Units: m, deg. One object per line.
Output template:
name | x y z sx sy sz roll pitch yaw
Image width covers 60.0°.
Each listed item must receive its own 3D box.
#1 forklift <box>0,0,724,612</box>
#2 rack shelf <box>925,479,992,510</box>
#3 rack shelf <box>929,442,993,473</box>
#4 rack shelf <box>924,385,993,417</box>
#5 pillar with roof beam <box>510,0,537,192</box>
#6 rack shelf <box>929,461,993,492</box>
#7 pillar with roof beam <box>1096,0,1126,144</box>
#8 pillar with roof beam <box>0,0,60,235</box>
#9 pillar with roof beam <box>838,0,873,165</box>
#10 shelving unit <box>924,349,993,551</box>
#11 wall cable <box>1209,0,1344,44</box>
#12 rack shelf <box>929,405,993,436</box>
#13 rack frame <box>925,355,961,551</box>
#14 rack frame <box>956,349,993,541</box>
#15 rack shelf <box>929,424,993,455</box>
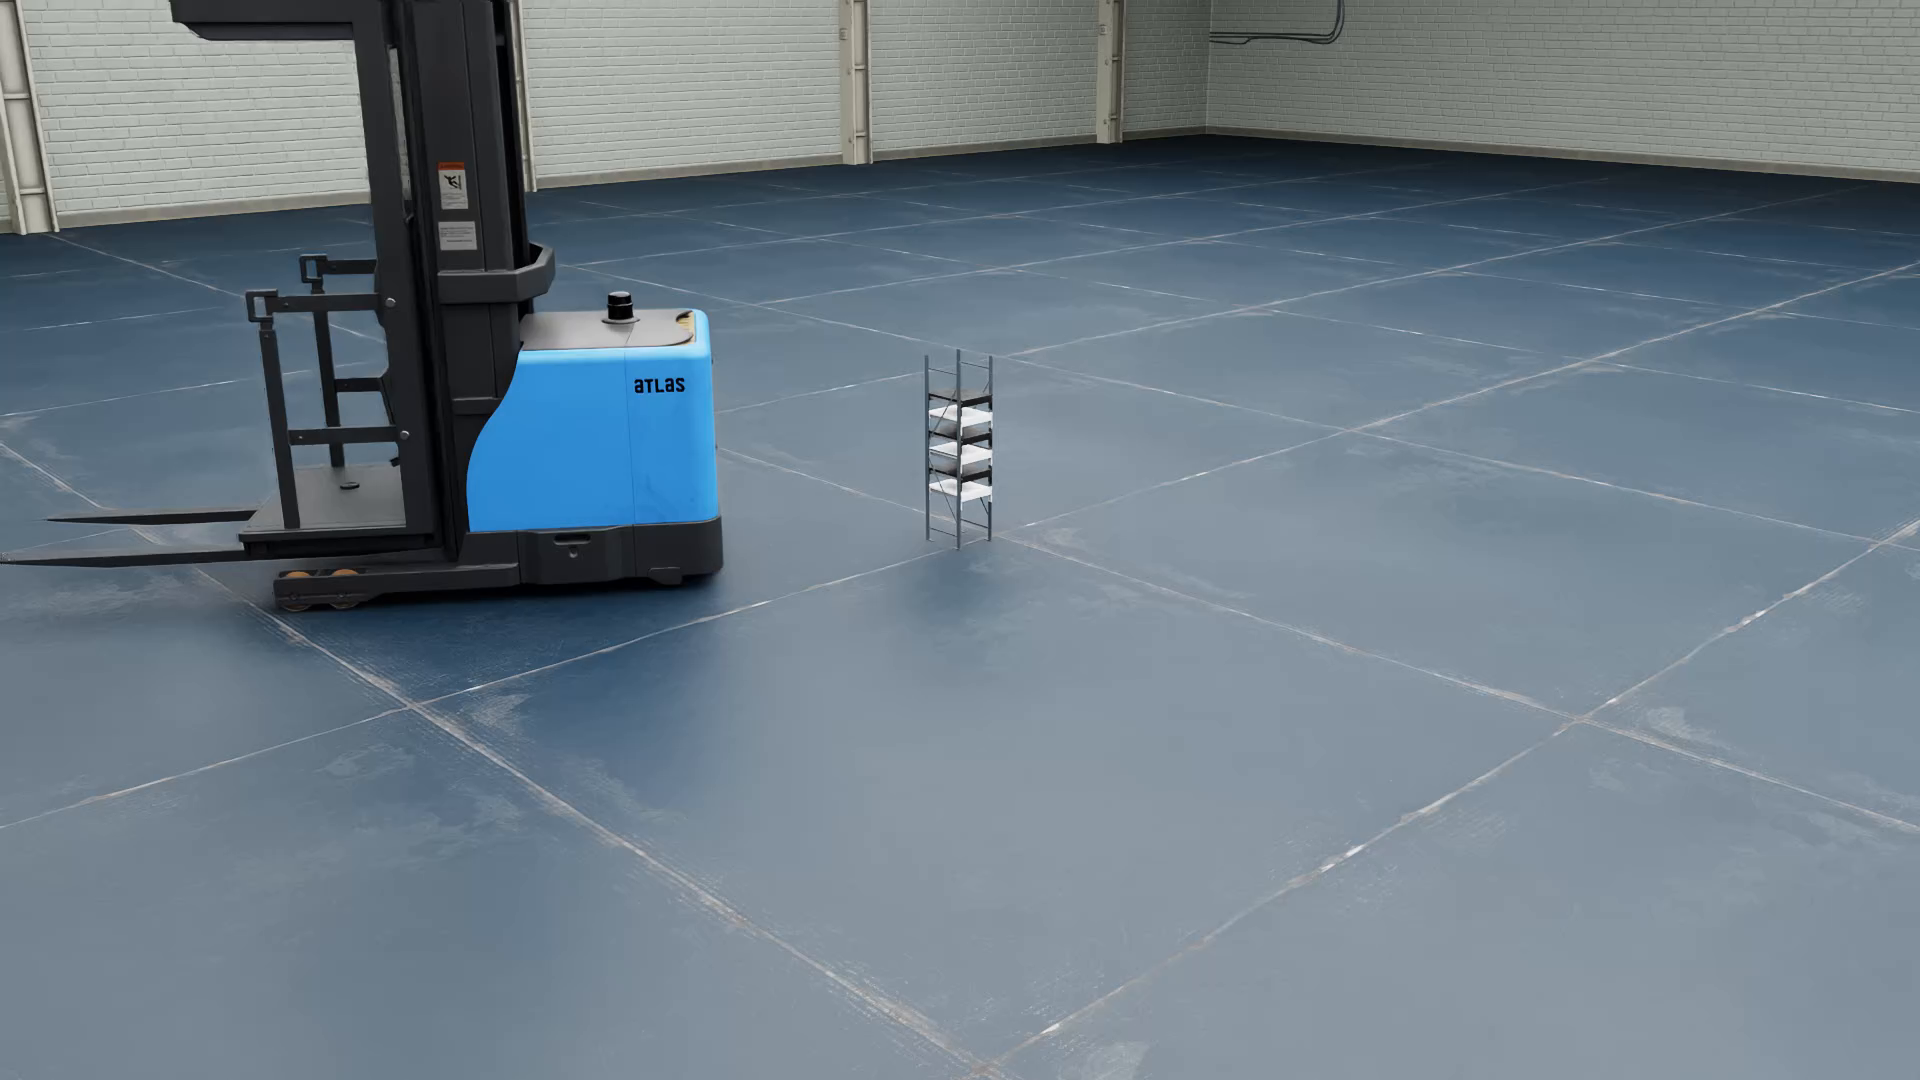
forklift | -2.614 -1.266 7.137 3.031 2.935 1.130 -3 18 -9
rack shelf | -0.006 -0.223 7.906 0.200 0.077 0.258 -16 24 -41
rack shelf | -0.006 -0.395 7.851 0.200 0.077 0.258 -16 24 -41
rack shelf | -0.006 -0.651 7.768 0.200 0.077 0.258 -16 24 -41
pillar with roof beam | -3.037 -8.044 18.203 0.400 9.000 9.100 -16 24 -41
rack shelf | -0.006 -0.309 7.879 0.200 0.077 0.258 -16 24 -41
pillar with roof beam | 5.683 -10.586 26.046 0.400 9.000 9.100 -16 24 -41
pillar with roof beam | -7.396 -6.772 14.282 0.400 9.000 9.100 -16 24 -41
pillar with roof beam | 1.323 -9.315 22.124 0.400 9.000 9.100 -16 24 -41
shelving unit | -0.006 -0.426 7.841 0.210 0.900 0.258 -16 24 -41
wall cable | 5.774 -10.402 30.511 0.112 2.526 3.097 -16 24 -41
rack shelf | -0.006 -0.566 7.795 0.200 0.077 0.258 -16 24 -41
rack frame | -0.080 -0.405 7.774 0.006 0.900 0.240 -16 24 -41
rack frame | 0.068 -0.448 7.907 0.006 0.900 0.240 -16 24 -41
rack shelf | -0.006 -0.480 7.823 0.200 0.077 0.258 -16 24 -41
